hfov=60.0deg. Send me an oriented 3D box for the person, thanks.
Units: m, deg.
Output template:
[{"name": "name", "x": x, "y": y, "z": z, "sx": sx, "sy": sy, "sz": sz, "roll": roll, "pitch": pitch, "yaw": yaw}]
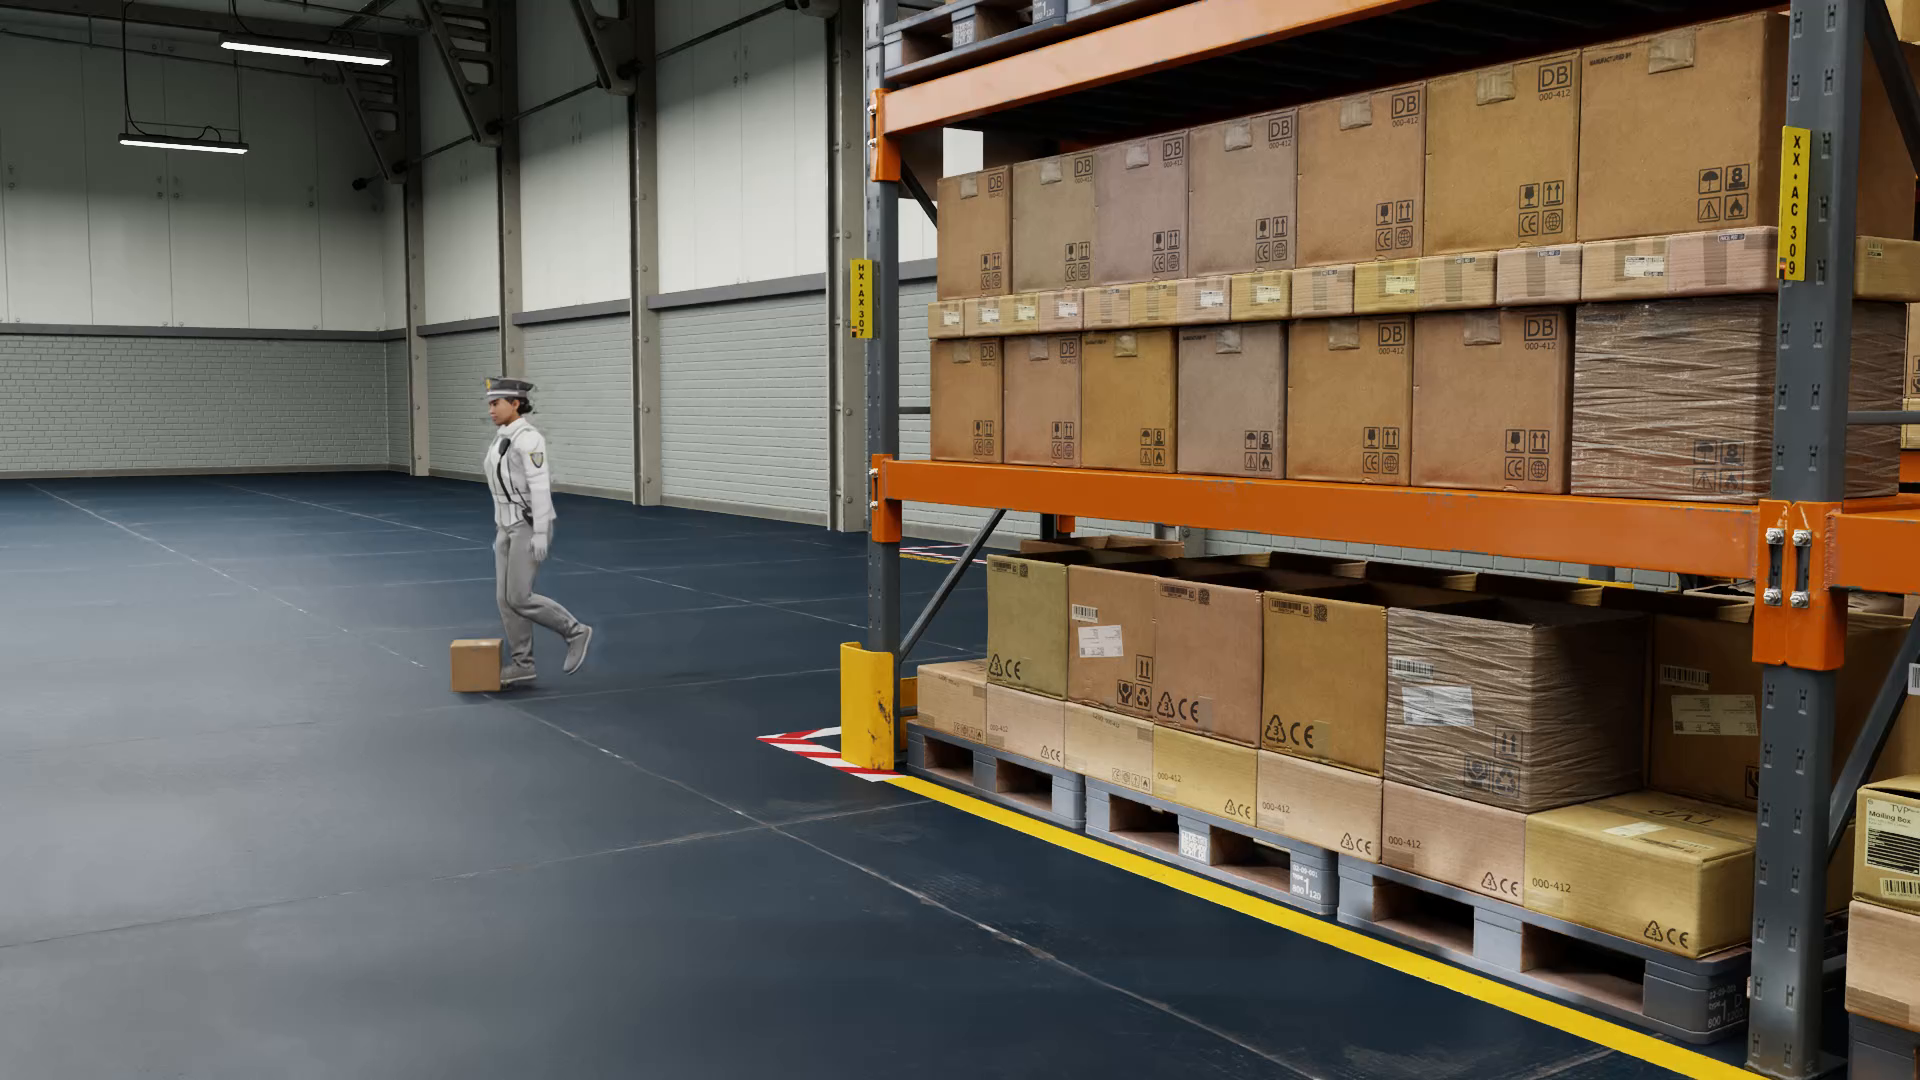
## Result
[{"name": "person", "x": -2.305, "y": -0.052, "z": 9.000, "sx": 0.541, "sy": 1.649, "sz": 0.495, "roll": -3, "pitch": 6, "yaw": -36}]
